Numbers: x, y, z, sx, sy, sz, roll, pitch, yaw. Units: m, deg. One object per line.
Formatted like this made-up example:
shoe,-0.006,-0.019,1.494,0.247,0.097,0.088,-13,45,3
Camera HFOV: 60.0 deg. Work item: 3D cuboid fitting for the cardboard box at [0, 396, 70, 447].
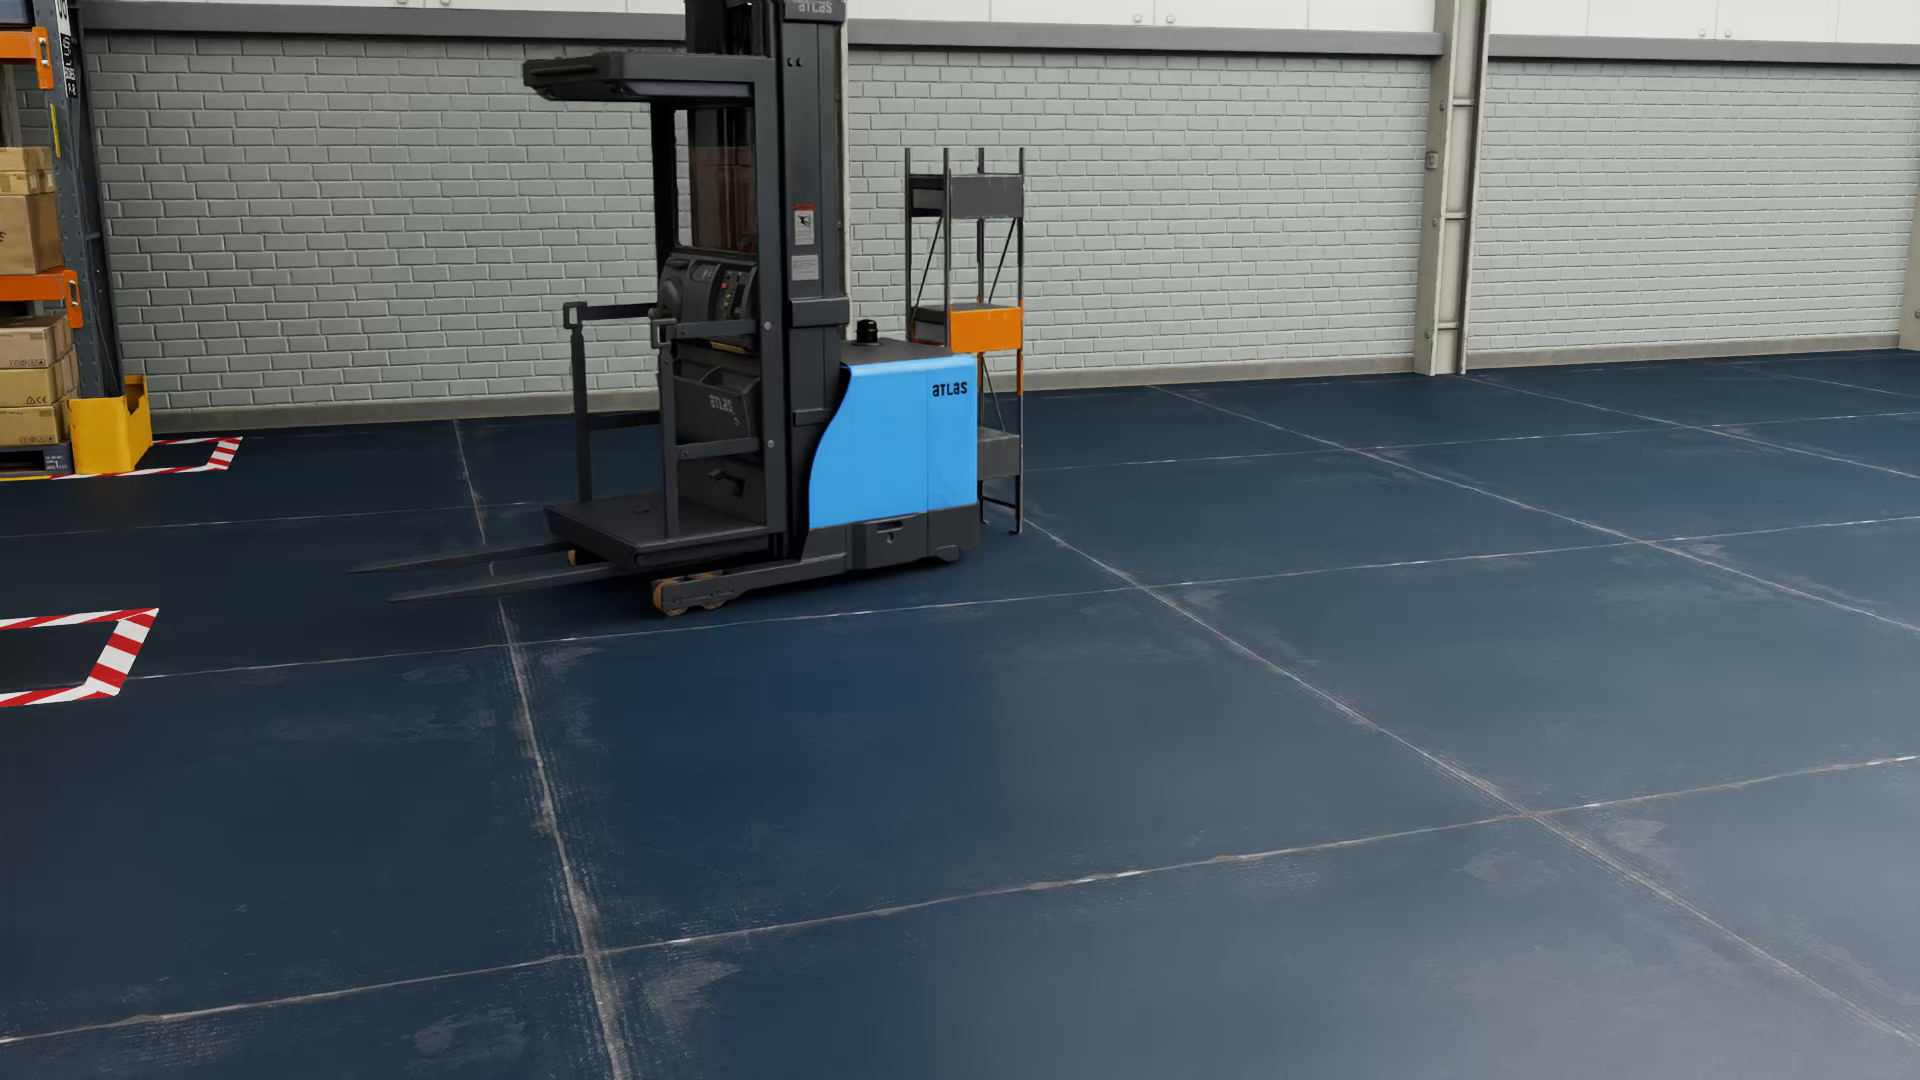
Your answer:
cardboard box,-6.211,-0.784,10.993,0.500,0.250,0.500,-4,14,-18

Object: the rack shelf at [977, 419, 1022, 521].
rack shelf,0.024,-0.366,9.227,0.480,0.518,0.431,-9,16,-34

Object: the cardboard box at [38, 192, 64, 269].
cardboard box,-6.425,-2.095,11.251,0.500,0.500,0.500,-4,14,-16

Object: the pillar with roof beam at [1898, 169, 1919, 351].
pillar with roof beam,11.619,-5.471,12.696,0.400,9.000,9.100,-4,14,-18

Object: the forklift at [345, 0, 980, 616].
forklift,-1.391,-1.215,7.915,3.031,2.935,1.130,-9,16,-34

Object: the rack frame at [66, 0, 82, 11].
rack frame,-5.866,-4.940,10.466,0.127,3.000,1.000,-4,14,-18

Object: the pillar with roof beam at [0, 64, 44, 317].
pillar with roof beam,-5.441,-4.142,7.111,0.400,9.000,9.100,-4,14,-18

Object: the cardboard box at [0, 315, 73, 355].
cardboard box,-6.382,-1.381,11.339,0.500,0.250,0.500,-5,14,-19

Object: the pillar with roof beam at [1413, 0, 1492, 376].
pillar with roof beam,5.933,-5.028,10.835,0.400,9.000,9.100,-4,14,-18

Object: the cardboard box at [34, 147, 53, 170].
cardboard box,-6.253,-2.553,11.132,0.250,0.149,0.380,-5,14,-19

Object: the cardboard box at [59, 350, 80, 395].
cardboard box,-6.378,-1.142,11.417,0.500,0.250,0.500,-4,14,-17

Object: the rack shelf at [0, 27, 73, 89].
rack shelf,-7.762,-2.983,10.276,4.000,0.370,1.077,-4,14,-18

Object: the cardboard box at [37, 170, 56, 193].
cardboard box,-6.271,-2.418,11.207,0.250,0.149,0.380,-5,14,-20

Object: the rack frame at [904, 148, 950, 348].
rack frame,-0.174,-1.027,8.925,0.015,2.100,0.400,-9,16,-34

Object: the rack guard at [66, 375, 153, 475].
rack guard,-5.844,-0.807,11.457,0.348,0.500,1.175,-4,14,-18

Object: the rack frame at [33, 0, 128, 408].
rack frame,-5.866,-2.022,11.160,0.127,3.000,1.000,-4,14,-18

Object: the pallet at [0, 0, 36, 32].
pallet,-6.545,-3.391,10.628,1.213,0.211,1.003,-4,14,-18

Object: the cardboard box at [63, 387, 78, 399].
cardboard box,-6.394,-0.895,11.458,0.500,0.250,0.500,-4,14,-18

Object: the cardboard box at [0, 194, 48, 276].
cardboard box,-6.249,-1.976,10.754,0.500,0.500,0.500,-5,14,-19

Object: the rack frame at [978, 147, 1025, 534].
rack frame,0.223,-1.093,9.200,0.015,2.100,0.400,-9,16,-34

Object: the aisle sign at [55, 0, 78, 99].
aisle sign,-5.710,-3.227,10.609,0.004,0.787,0.394,-4,14,-18

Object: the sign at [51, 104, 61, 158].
sign,-5.707,-2.580,10.494,0.005,0.325,0.100,-4,14,-18

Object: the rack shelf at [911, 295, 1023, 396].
rack shelf,0.024,-1.047,9.066,0.480,0.518,0.431,-9,16,-34

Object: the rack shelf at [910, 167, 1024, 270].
rack shelf,0.024,-1.728,8.904,0.480,0.518,0.431,-9,16,-34

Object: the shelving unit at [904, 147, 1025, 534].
shelving unit,0.024,-1.060,9.062,0.503,2.100,0.431,-9,16,-34

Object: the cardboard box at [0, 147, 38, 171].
cardboard box,-6.139,-2.458,10.734,0.250,0.149,0.380,-4,14,-18

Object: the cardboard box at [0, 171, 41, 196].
cardboard box,-6.106,-2.299,10.707,0.250,0.149,0.380,-4,14,-17

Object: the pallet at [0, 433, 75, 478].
pallet,-6.578,-0.600,11.207,1.213,0.211,1.003,-4,14,-18

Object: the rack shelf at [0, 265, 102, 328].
rack shelf,-7.762,-1.524,10.623,4.000,0.370,1.077,-4,14,-18

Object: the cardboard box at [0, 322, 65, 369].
cardboard box,-6.203,-1.272,10.883,0.500,0.250,0.500,-4,14,-16

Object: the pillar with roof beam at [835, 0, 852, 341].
pillar with roof beam,0.246,-4.585,8.973,0.400,9.000,9.100,-4,14,-18

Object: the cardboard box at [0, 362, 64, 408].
cardboard box,-6.228,-1.027,10.933,0.500,0.250,0.500,-5,14,-19
